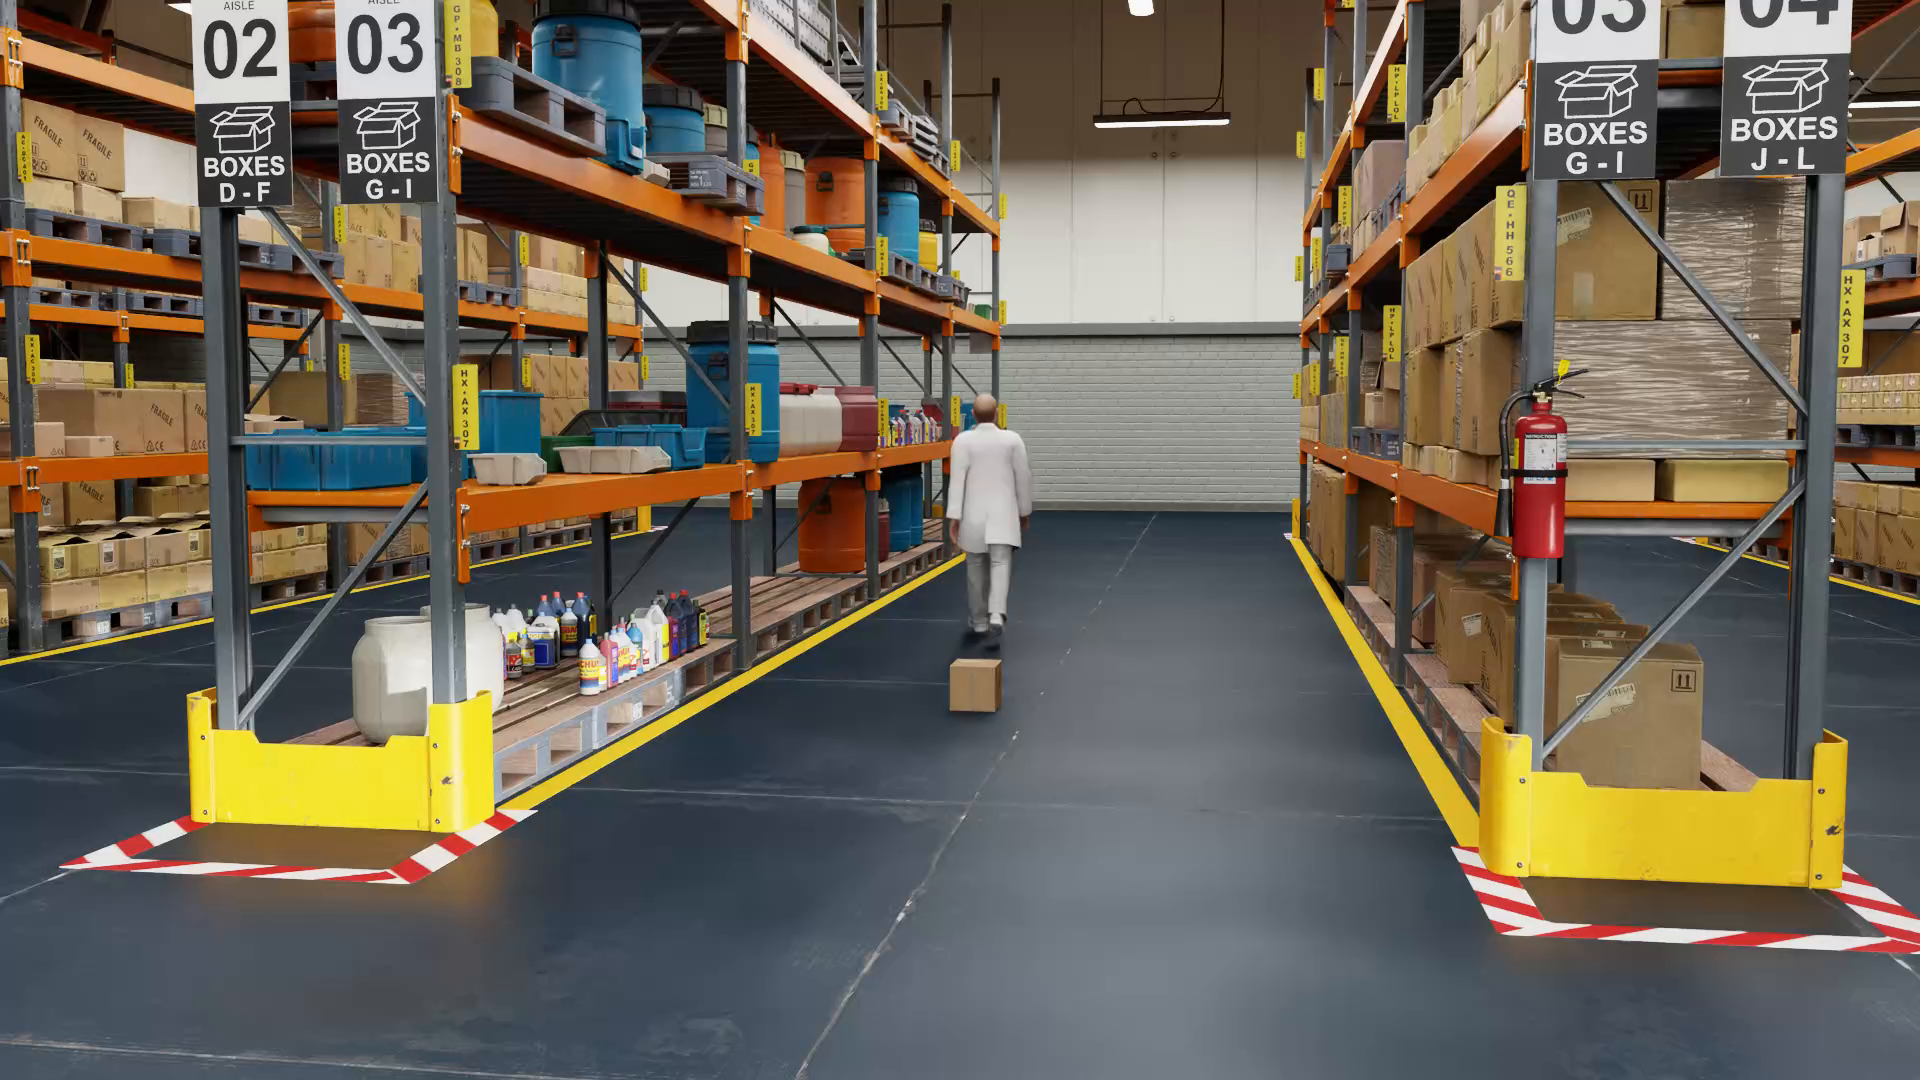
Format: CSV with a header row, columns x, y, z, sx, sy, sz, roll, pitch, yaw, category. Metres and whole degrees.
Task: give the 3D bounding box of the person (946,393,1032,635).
x,y,z,sx,sy,sz,roll,pitch,yaw,category
0.210,-0.177,11.881,0.611,1.735,1.088,0,4,2,person
